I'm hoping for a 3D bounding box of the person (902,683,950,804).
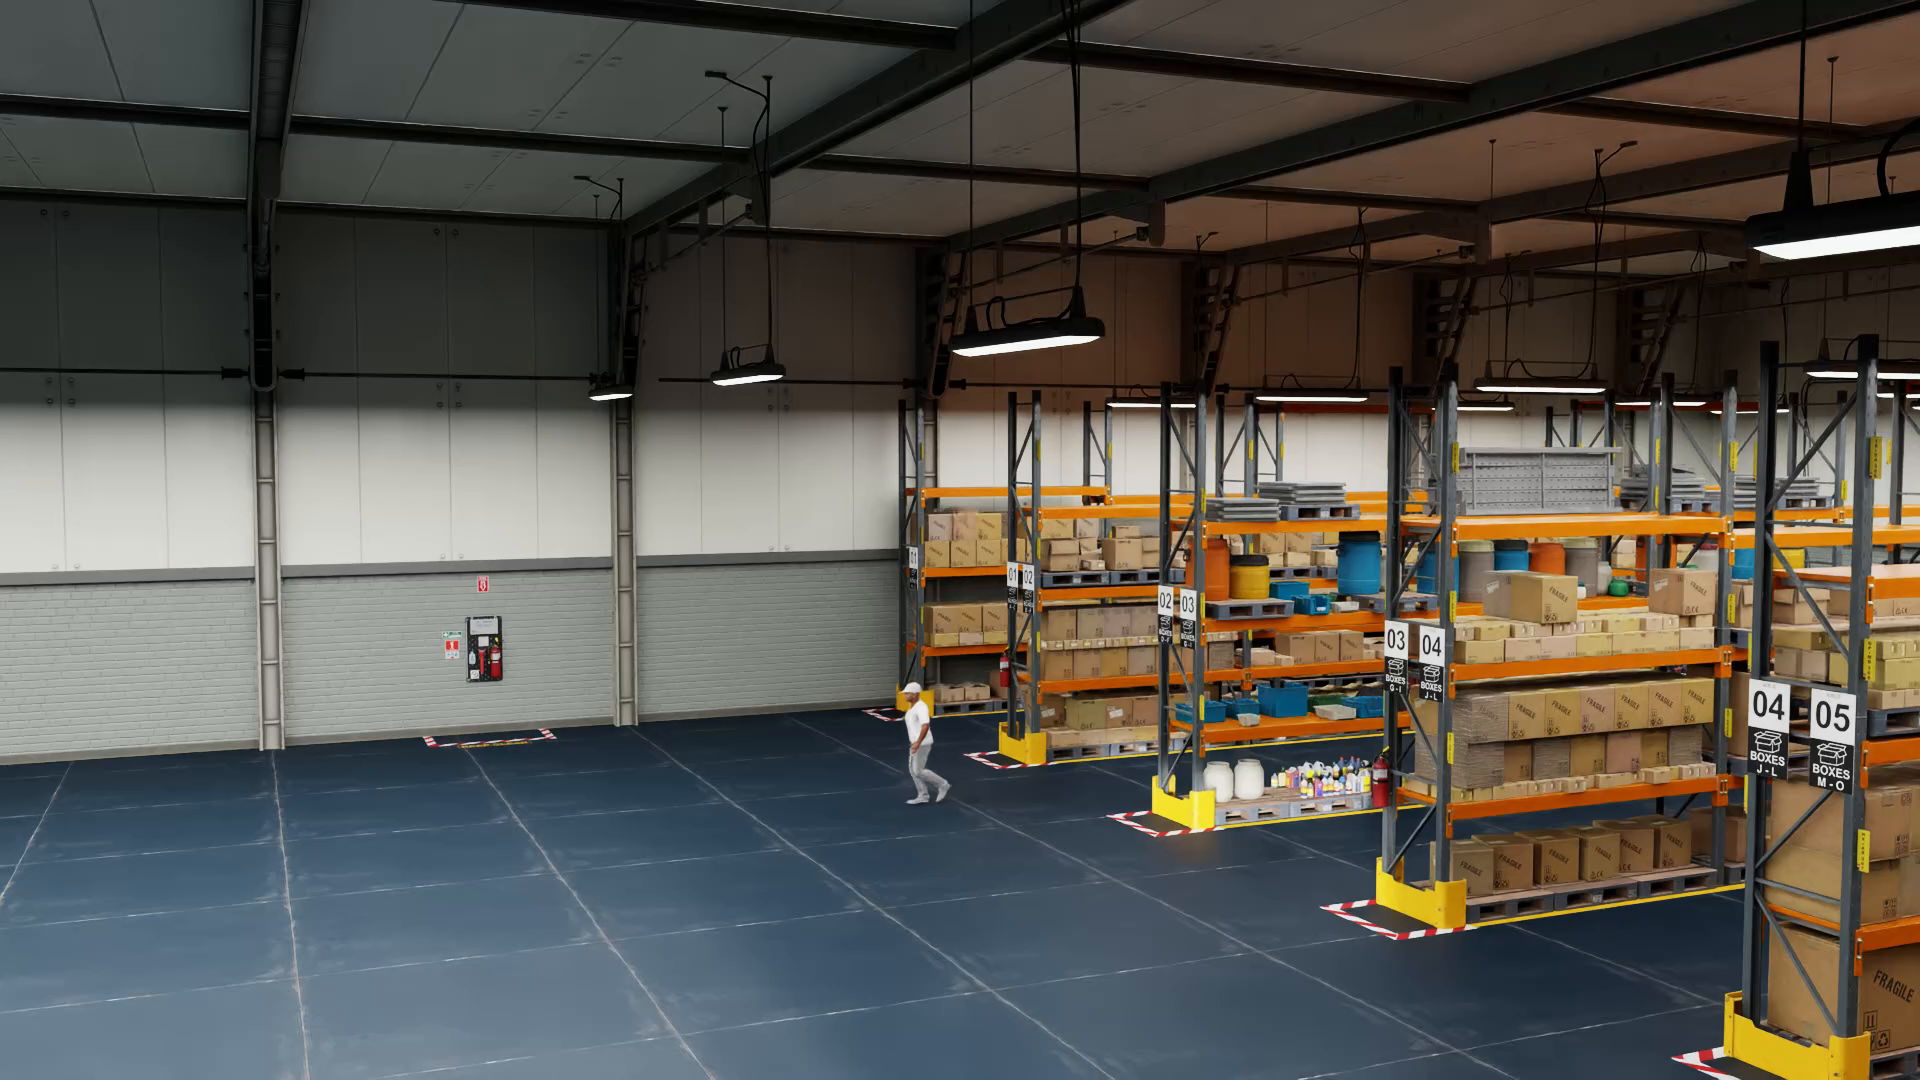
[{"bbox_3d":[-0.495,2.904,23.794,0.678,1.739,0.629,-1,3,-14],"label":"person"}]

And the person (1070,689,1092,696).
[{"bbox_3d":[2.281,2.582,30.539,0.414,1.540,0.980,3,4,41],"label":"person"}]
